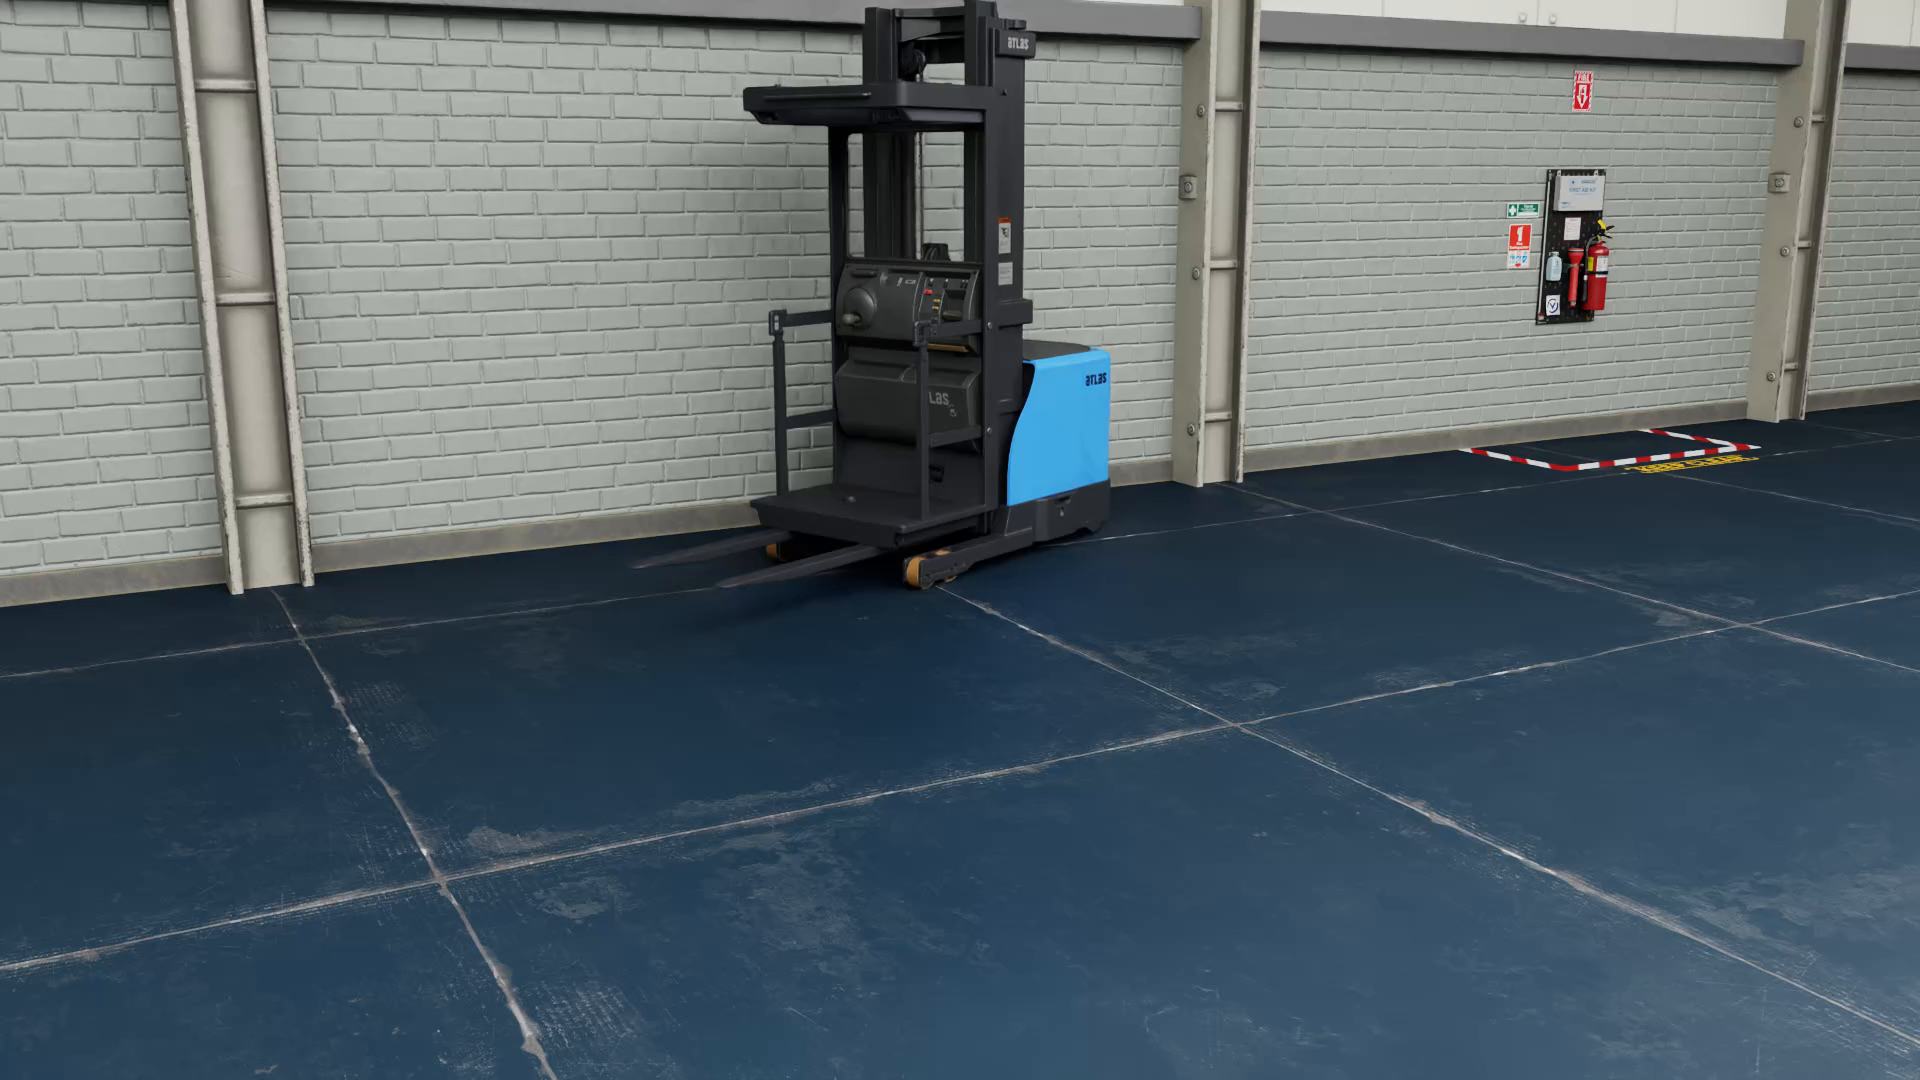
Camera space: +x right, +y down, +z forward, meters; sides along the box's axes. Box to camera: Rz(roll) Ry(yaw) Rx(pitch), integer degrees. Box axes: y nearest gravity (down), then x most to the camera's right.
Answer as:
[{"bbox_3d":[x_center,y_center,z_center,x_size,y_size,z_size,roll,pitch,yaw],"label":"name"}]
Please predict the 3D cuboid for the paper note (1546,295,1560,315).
[{"bbox_3d":[4.583,-1.814,12.842,0.142,0.148,0.016,-7,14,-28],"label":"paper note"}]

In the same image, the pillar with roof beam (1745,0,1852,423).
[{"bbox_3d":[9.022,-4.598,9.547,0.400,9.000,9.100,-7,14,-28],"label":"pillar with roof beam"}]

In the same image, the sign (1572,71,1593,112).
[{"bbox_3d":[4.717,-3.398,12.596,0.199,0.298,0.001,-7,14,-28],"label":"sign"}]

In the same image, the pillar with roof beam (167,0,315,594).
[{"bbox_3d":[-1.511,-3.336,3.937,0.400,9.000,9.100,-7,14,-28],"label":"pillar with roof beam"}]

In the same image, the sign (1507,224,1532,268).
[{"bbox_3d":[4.237,-2.228,12.595,0.234,0.329,0.001,-7,14,-28],"label":"sign"}]

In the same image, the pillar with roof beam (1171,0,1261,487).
[{"bbox_3d":[3.756,-3.967,6.742,0.400,9.000,9.100,-7,14,-28],"label":"pillar with roof beam"}]

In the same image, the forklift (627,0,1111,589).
[{"bbox_3d":[-0.415,-1.301,8.715,1.130,2.935,3.031,10,16,37],"label":"forklift"}]

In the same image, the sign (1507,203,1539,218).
[{"bbox_3d":[4.245,-2.485,12.531,0.331,0.109,0.001,-7,14,-28],"label":"sign"}]

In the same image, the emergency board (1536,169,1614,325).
[{"bbox_3d":[4.772,-2.249,12.769,0.643,1.169,0.194,-7,14,-28],"label":"emergency board"}]
